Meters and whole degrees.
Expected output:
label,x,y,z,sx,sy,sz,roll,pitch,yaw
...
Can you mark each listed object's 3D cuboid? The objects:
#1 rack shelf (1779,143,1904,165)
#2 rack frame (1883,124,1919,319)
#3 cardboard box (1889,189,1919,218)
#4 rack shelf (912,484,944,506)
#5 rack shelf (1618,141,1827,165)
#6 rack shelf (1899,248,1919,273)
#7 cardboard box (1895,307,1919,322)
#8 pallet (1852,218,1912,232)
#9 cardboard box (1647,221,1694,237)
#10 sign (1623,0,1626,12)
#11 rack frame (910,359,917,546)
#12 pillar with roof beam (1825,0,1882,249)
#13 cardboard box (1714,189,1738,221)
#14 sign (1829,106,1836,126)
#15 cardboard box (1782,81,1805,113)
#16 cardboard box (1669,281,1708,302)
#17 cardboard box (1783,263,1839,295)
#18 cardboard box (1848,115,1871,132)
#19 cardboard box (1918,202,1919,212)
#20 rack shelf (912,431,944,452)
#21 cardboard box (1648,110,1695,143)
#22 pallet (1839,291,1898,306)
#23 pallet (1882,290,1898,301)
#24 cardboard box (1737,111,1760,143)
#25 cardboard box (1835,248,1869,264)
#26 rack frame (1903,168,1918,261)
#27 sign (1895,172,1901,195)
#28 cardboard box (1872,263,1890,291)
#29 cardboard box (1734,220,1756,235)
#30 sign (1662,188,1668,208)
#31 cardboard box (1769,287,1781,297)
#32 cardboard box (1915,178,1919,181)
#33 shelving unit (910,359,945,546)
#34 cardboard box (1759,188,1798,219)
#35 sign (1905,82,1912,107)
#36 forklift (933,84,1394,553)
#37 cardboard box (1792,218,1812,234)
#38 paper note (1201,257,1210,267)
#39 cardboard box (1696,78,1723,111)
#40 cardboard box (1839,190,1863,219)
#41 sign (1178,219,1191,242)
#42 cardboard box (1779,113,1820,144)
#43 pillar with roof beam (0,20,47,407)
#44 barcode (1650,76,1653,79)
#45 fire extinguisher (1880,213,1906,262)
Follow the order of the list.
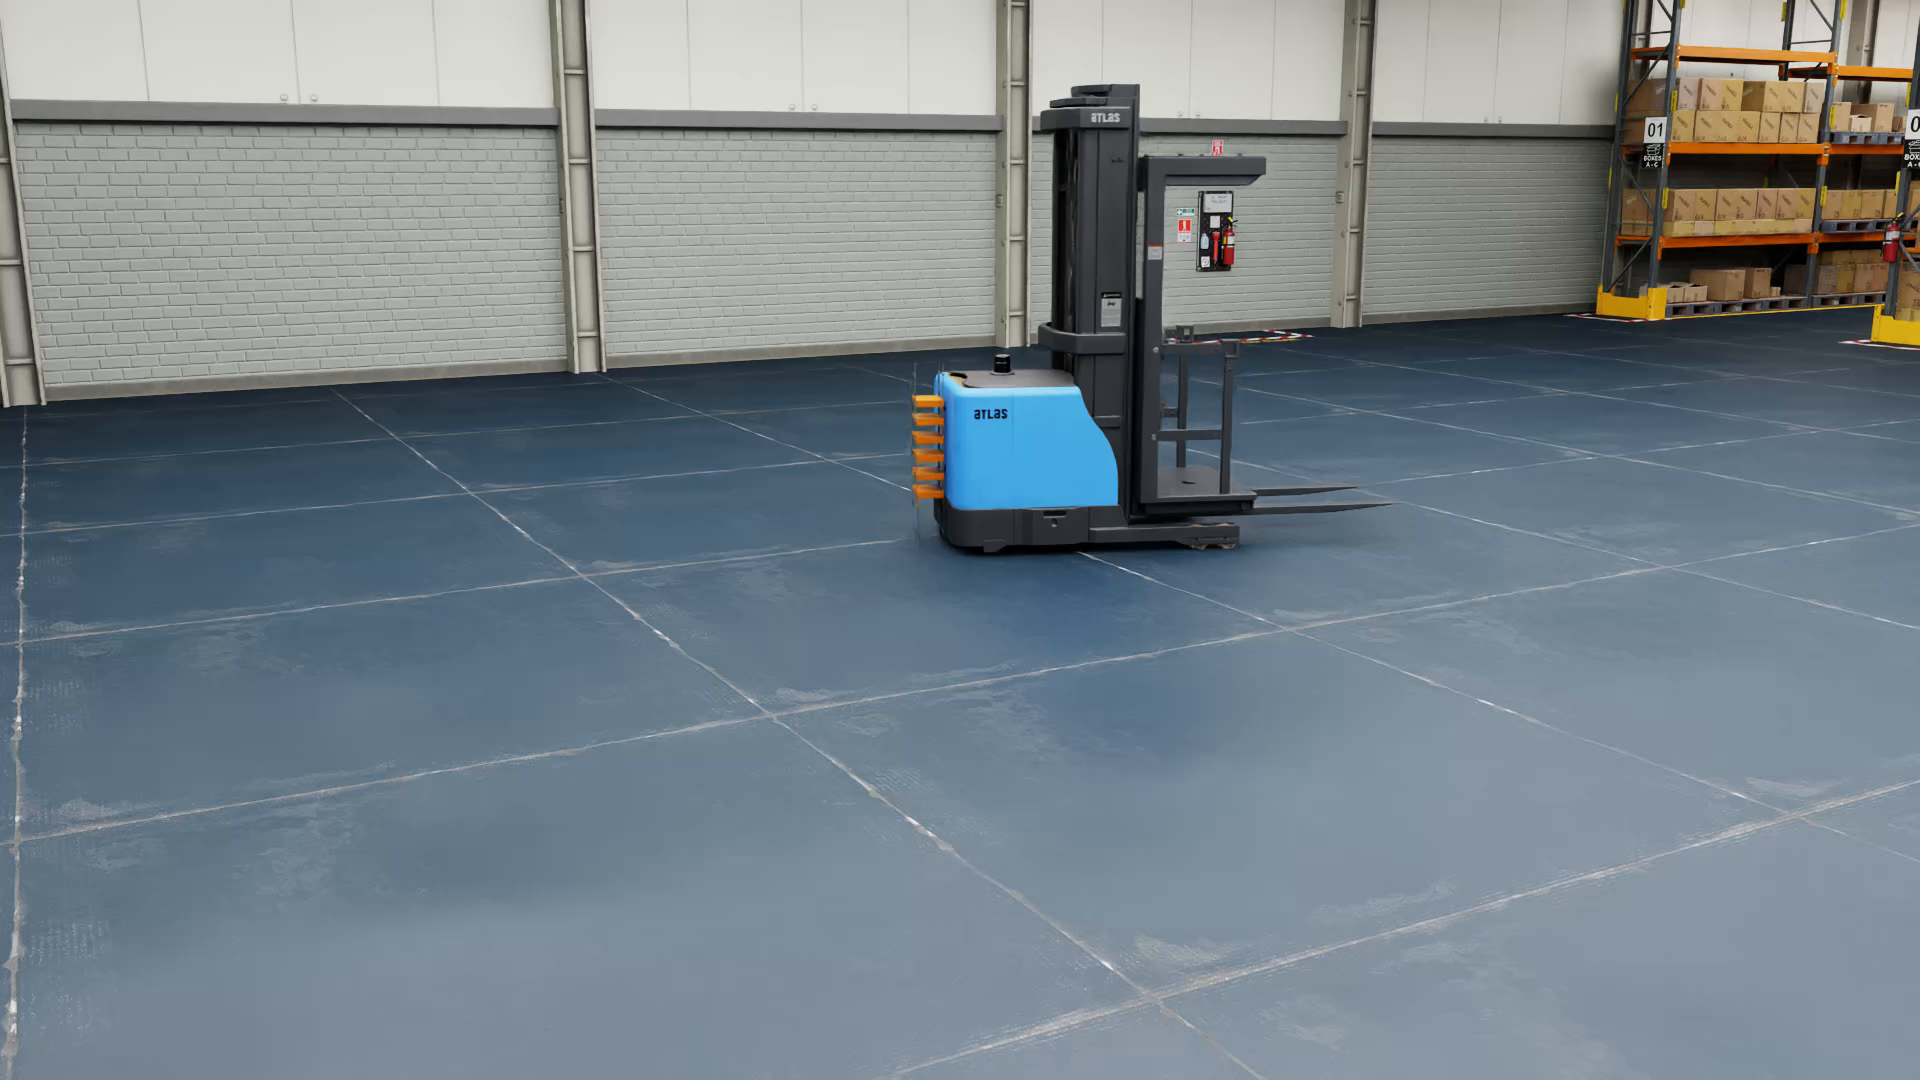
label,x,y,z,sx,sy,sz,roll,pitch,yaw
rack shelf,16.326,-6.917,29.819,4.000,0.370,1.077,-7,14,-28
rack frame,13.436,-4.219,23.024,0.127,3.000,1.000,-7,14,-28
cardboard box,17.196,-6.163,30.432,0.500,0.500,0.700,-8,15,-33
rack shelf,-0.214,-0.300,11.003,0.180,0.103,0.258,-2,13,-9
rack shelf,12.815,-6.496,27.949,4.000,0.370,1.077,-7,14,-28
rack shelf,15.192,-4.078,24.038,4.000,0.370,1.077,-7,14,-28
cardboard box,13.765,-3.196,23.784,0.500,0.250,0.500,-7,14,-28
pallet,16.363,-5.705,30.065,1.213,0.211,1.003,-7,14,-28
cardboard box,11.640,-5.100,27.235,0.500,0.250,0.500,-7,15,-29
sign,10.811,-8.742,26.971,0.005,0.325,0.100,-7,14,-28
rack frame,-0.305,-0.574,10.927,0.006,1.200,0.240,-2,13,-9
pillar with roof beam,18.589,-8.142,26.792,0.400,9.000,9.100,-7,14,-28
cardboard box,12.518,-5.571,27.621,0.500,0.500,0.500,-7,15,-30
sign,14.837,-7.206,28.287,0.005,0.325,0.100,-7,14,-28
cardboard box,13.782,-7.439,27.949,0.500,0.500,0.500,-6,14,-25
cardboard box,12.210,-4.192,28.024,0.500,0.311,0.500,-6,14,-23
cardboard box,15.208,-4.670,29.719,0.500,0.500,0.700,-6,14,-26
cardboard box,15.629,-7.326,29.244,0.500,0.311,0.500,-6,14,-26
cardboard box,13.680,-4.661,23.284,0.250,0.149,0.380,-7,15,-29
rack shelf,-0.214,-0.651,10.924,0.180,0.103,0.258,-2,13,-9
cardboard box,11.473,-6.682,26.864,0.500,0.500,0.500,-6,14,-26
pallet,16.325,-4.445,30.380,1.213,0.211,1.003,-7,14,-28
pallet,17.395,-4.573,30.946,1.213,0.211,1.003,-7,14,-28
cardboard box,12.875,-6.848,27.600,0.500,0.500,0.500,-6,14,-24
cardboard box,16.048,-5.138,30.092,0.500,0.250,0.500,-7,15,-29
rack frame,18.081,-6.015,31.004,0.127,3.000,1.000,-7,14,-28
sign,13.188,-5.006,23.342,0.005,0.325,0.100,-7,14,-28
cardboard box,16.544,-4.835,30.451,0.500,0.500,0.700,-7,14,-28
cardboard box,12.984,-5.263,27.957,0.500,0.250,0.500,-7,14,-27
sign,11.320,-5.491,26.705,0.005,0.325,0.100,-7,14,-28
cardboard box,14.115,-4.364,29.121,0.250,0.166,0.380,-9,16,-35
cardboard box,18.355,-6.682,31.310,0.500,0.250,0.500,-6,14,-26
shelving unit,-0.214,-0.577,10.941,0.189,1.200,0.258,-2,13,-9
cardboard box,13.868,-5.734,28.342,0.500,0.500,0.500,-7,14,-28
sign,13.188,-6.182,23.078,0.005,0.325,0.100,-7,14,-28
forklift,1.379,-1.479,11.005,3.031,2.935,1.130,-2,13,-9
cardboard box,14.300,-5.422,28.668,0.500,0.250,0.500,-7,14,-28
paper note,3.617,-4.095,24.478,0.142,0.148,0.016,-7,14,-28
cardboard box,11.978,-7.220,26.976,0.500,0.500,0.500,-7,14,-29
cardboard box,15.527,-5.962,29.539,0.500,0.500,0.700,-5,14,-22
sign,3.271,-4.509,24.231,0.234,0.329,0.001,-7,14,-28
cardboard box,14.243,-7.015,28.343,0.500,0.500,0.500,-6,14,-26
pillar with roof beam,-7.744,-4.986,12.768,0.400,9.000,9.100,-7,14,-28
barcode,11.443,-7.637,27.509,0.075,0.075,0.001,-7,14,-28
fire extinguisher,13.110,-4.258,23.375,0.183,0.674,0.296,-7,14,-28
